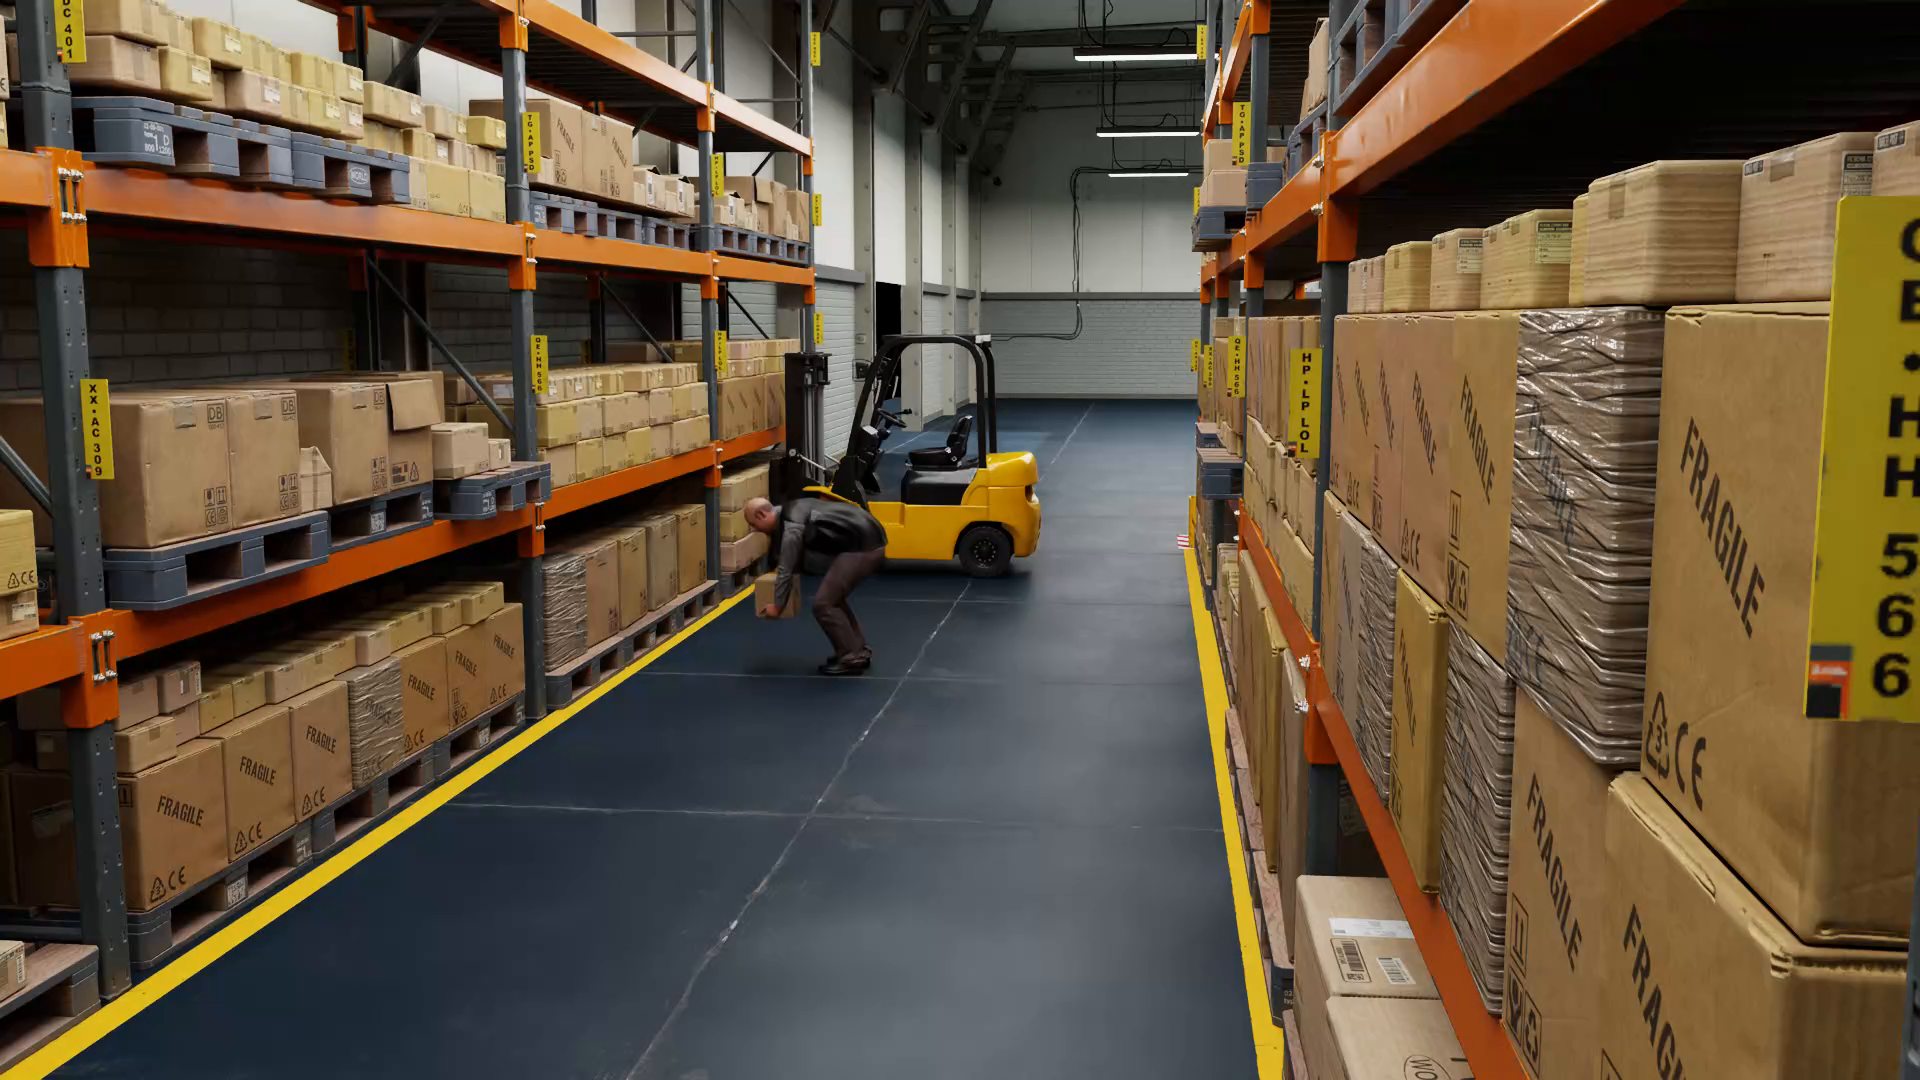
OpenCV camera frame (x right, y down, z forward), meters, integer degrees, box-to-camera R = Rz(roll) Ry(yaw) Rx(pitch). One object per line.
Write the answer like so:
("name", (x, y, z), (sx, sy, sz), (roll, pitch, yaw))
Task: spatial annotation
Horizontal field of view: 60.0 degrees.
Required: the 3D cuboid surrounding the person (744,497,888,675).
("person", (-0.943, 0.291, 10.917), (0.940, 1.138, 0.487), (0, 8, 4))
